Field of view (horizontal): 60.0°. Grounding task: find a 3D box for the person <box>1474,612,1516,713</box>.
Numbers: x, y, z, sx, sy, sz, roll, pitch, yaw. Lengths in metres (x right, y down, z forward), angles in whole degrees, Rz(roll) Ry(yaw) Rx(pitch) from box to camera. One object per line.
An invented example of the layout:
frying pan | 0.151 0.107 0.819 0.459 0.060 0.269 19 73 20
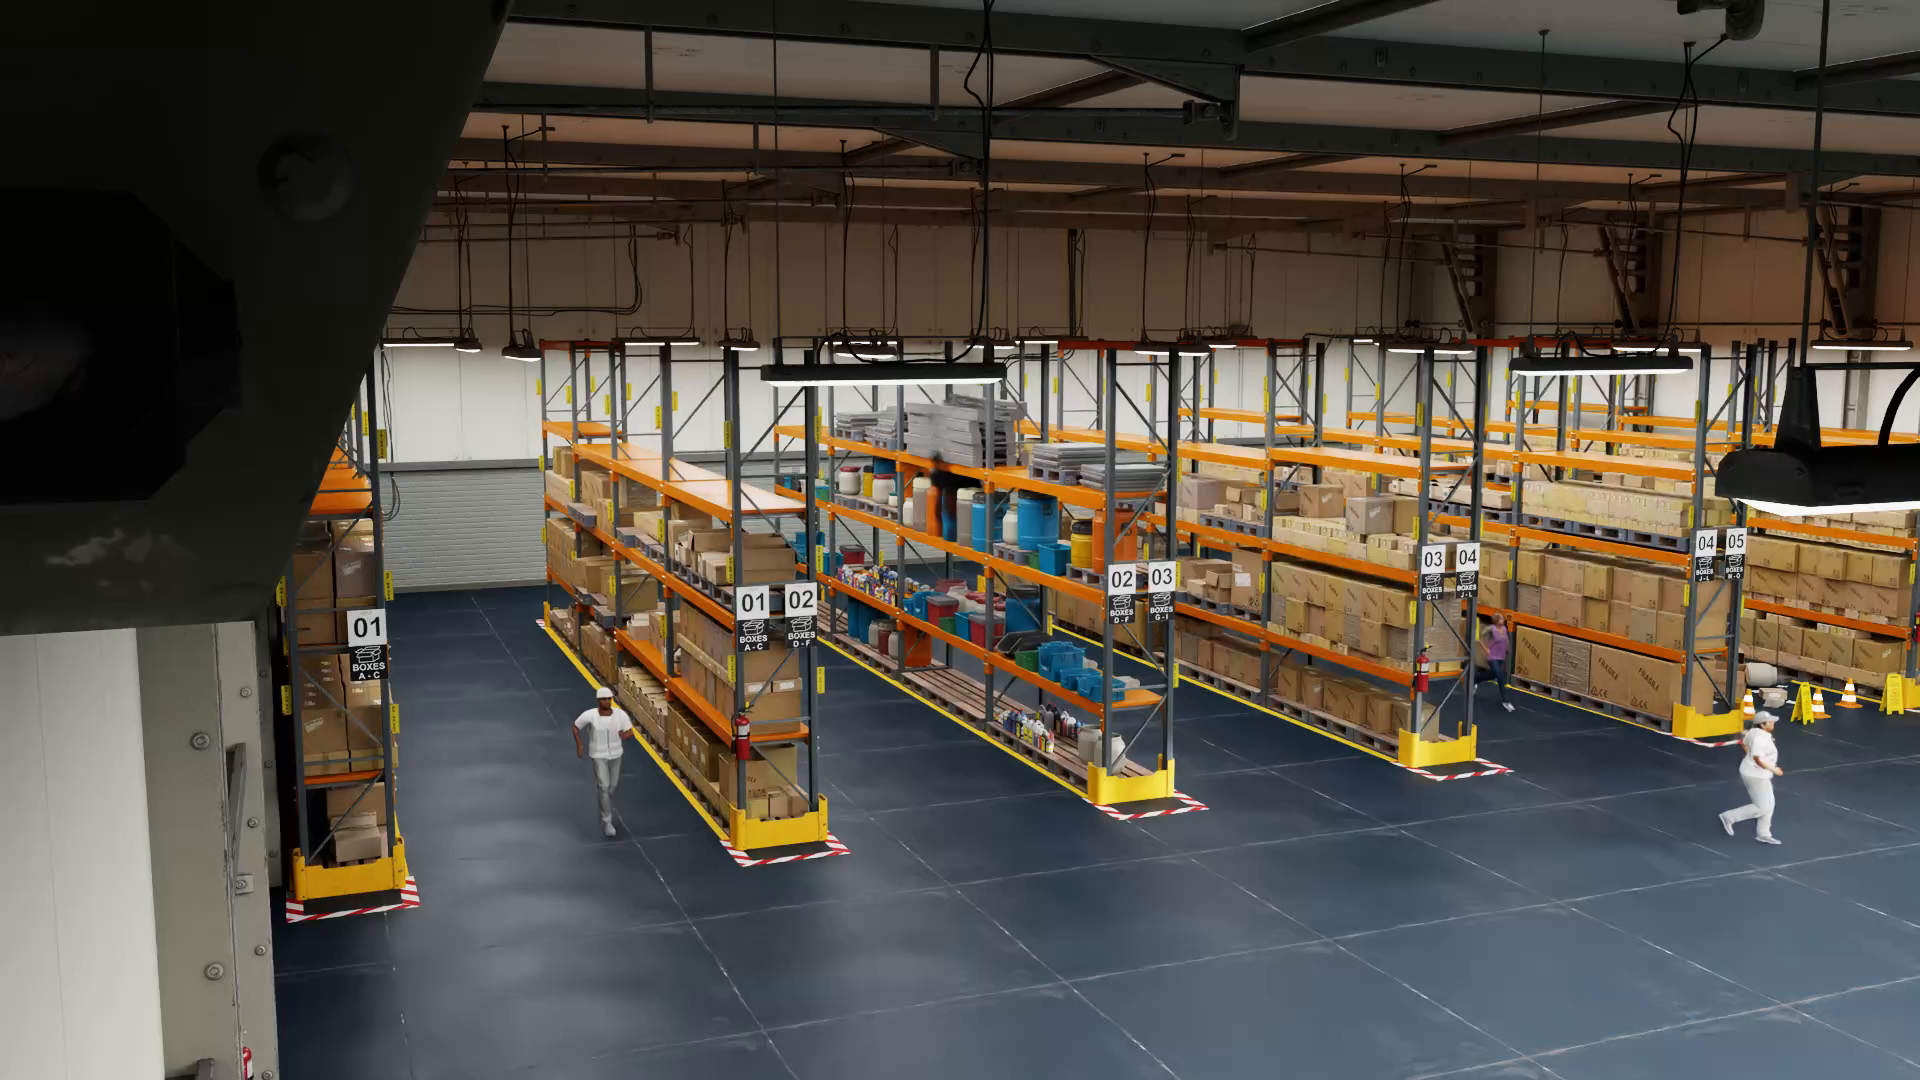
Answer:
person | 8.853 1.974 27.565 0.506 1.597 1.035 -5 9 -35

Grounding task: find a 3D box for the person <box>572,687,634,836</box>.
person | -4.439 2.722 20.863 0.692 1.781 0.922 -4 9 -30

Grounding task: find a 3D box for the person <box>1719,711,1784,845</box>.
person | 9.692 2.899 20.344 0.753 1.662 0.613 2 8 15
